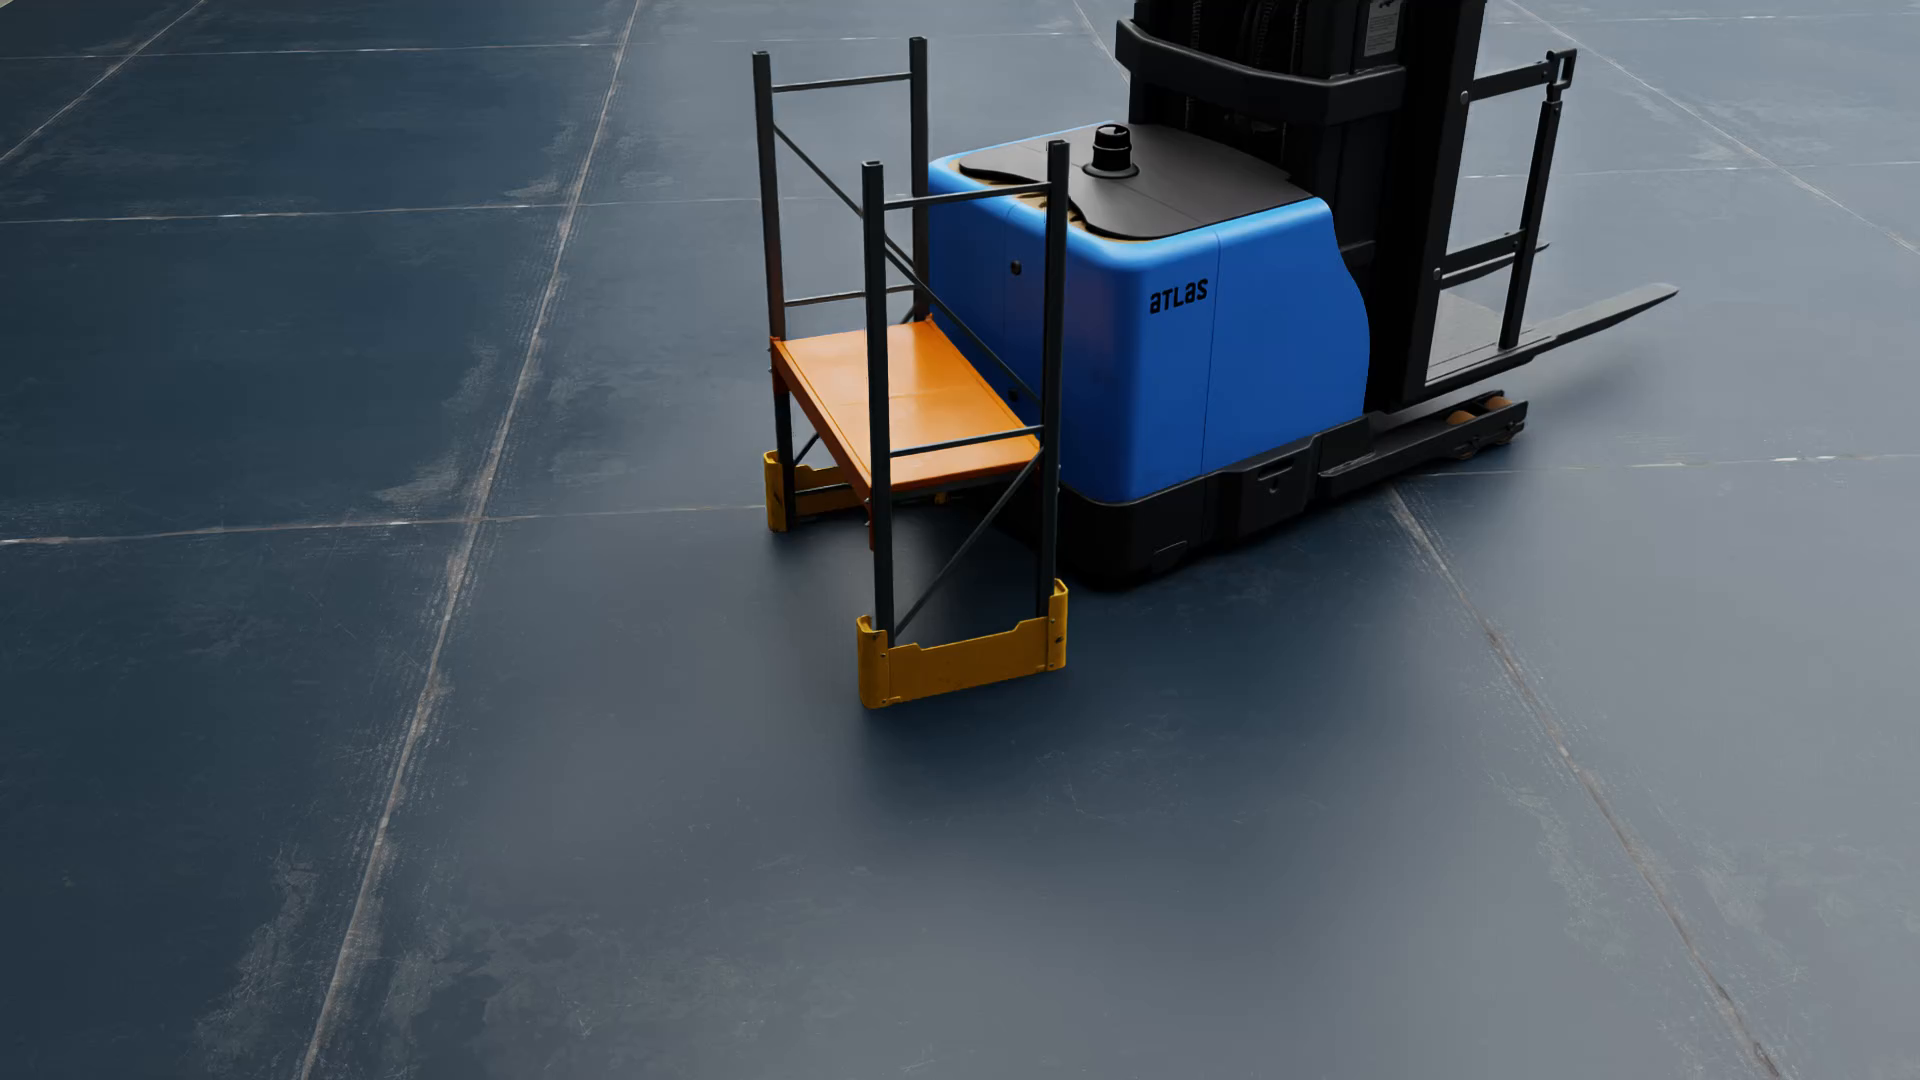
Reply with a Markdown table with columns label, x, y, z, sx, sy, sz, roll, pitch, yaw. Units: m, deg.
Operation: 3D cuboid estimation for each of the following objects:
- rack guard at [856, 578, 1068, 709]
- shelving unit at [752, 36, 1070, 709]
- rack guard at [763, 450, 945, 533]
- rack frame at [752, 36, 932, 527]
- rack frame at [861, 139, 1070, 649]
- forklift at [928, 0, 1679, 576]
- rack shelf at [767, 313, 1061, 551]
| label | x | y | z | sx | sy | sz | roll | pitch | yaw |
| --- | --- | --- | --- | --- | --- | --- | --- | --- | --- |
| rack guard | 0.010 | 0.281 | 4.535 | 0.587 | 0.250 | 0.087 | -11 | 32 | -17 |
| shelving unit | -0.161 | -0.495 | 4.616 | 0.587 | 1.500 | 1.083 | -11 | 32 | -17 |
| rack guard | -0.332 | -0.198 | 5.338 | 0.587 | 0.250 | 0.087 | -11 | 32 | -17 |
| rack frame | -0.333 | -0.735 | 5.019 | 0.500 | 1.500 | 0.032 | -11 | 32 | -17 |
| rack frame | 0.017 | -0.246 | 4.199 | 0.500 | 1.500 | 0.032 | -11 | 32 | -17 |
| forklift | 1.360 | -1.735 | 5.296 | 3.031 | 2.935 | 1.130 | -20 | 36 | -30 |
| rack shelf | -0.158 | -0.336 | 4.701 | 0.538 | 0.185 | 1.000 | -11 | 32 | -17 |
